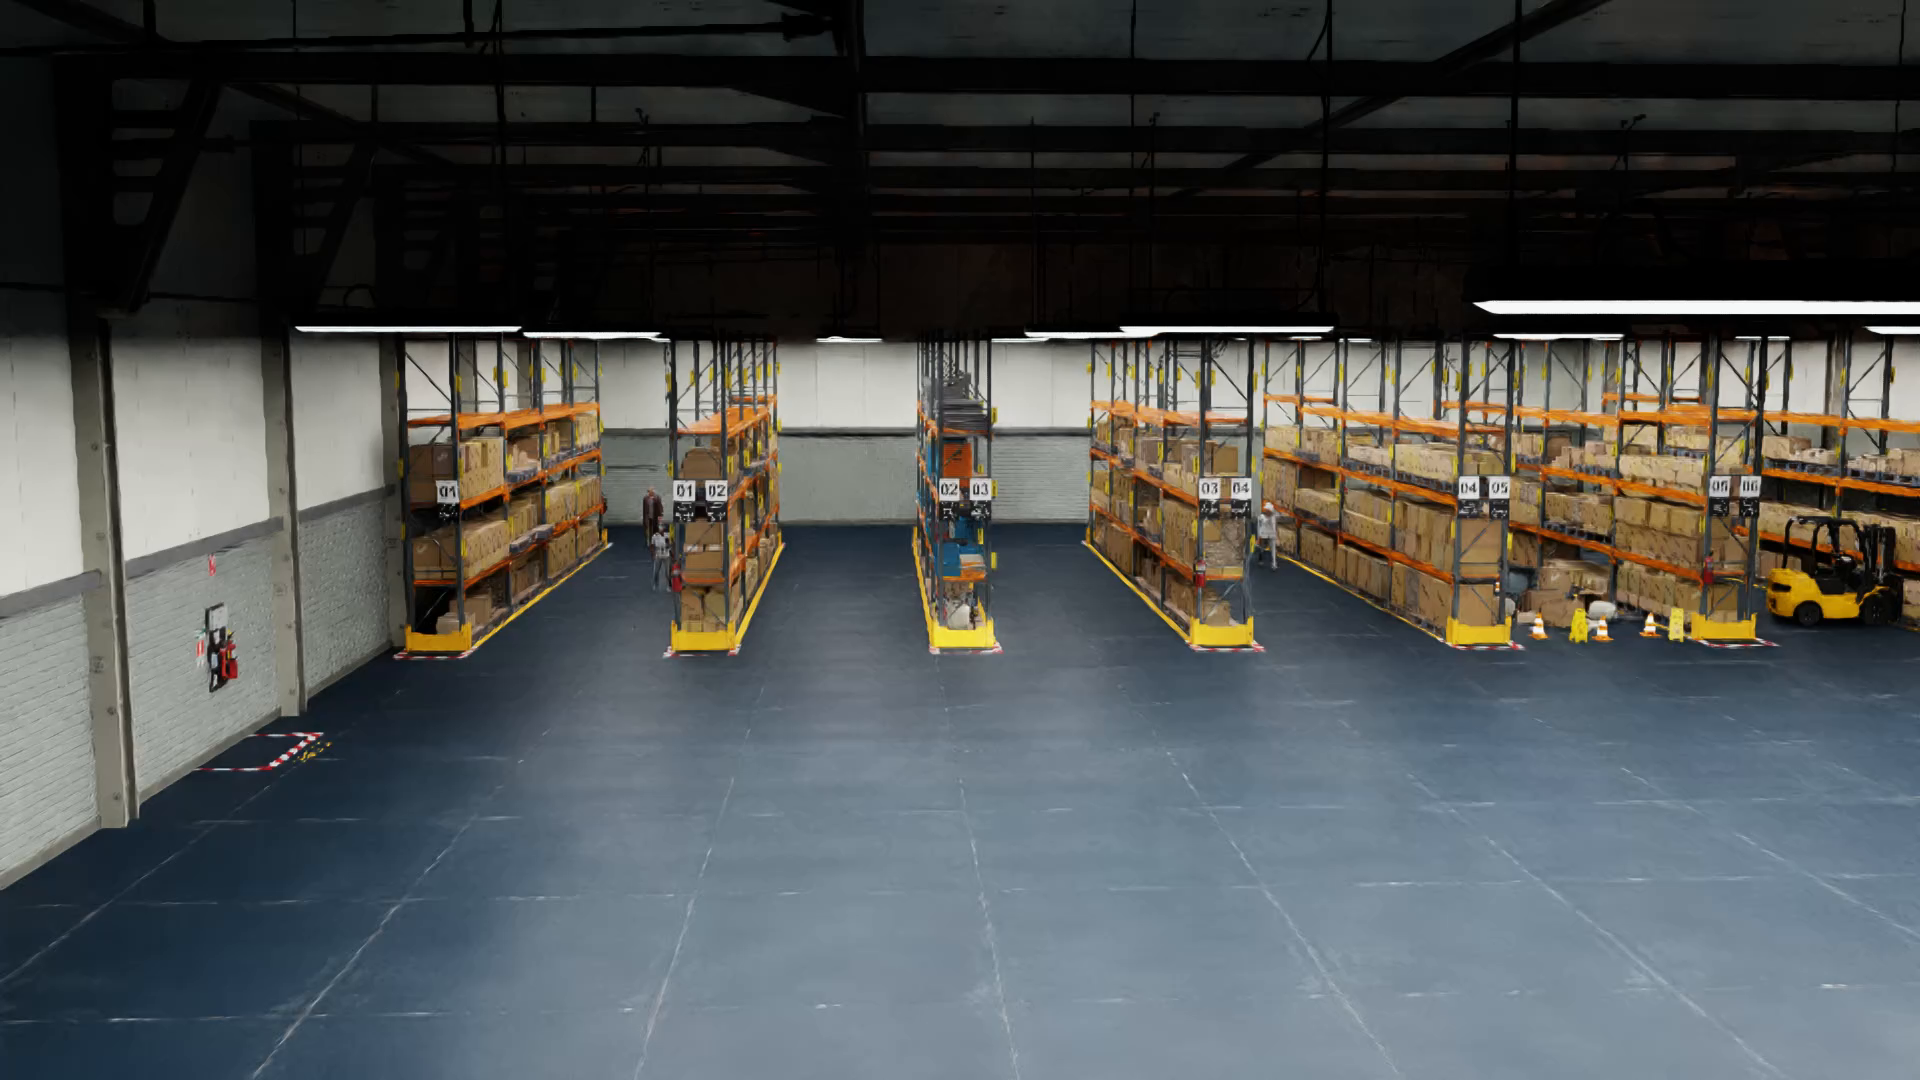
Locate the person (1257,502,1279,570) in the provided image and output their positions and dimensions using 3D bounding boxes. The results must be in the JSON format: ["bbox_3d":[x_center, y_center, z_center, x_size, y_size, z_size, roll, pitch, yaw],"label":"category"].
[{"bbox_3d":[7.828,-0.122,42.380,0.543,1.700,1.115,0,7,-1],"label":"person"}]

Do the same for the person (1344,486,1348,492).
[{"bbox_3d":[10.760,-0.653,46.853,0.677,1.742,0.552,-1,7,-4],"label":"person"}]

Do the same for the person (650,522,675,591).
[{"bbox_3d":[-6.910,0.378,38.594,0.571,1.629,0.526,-1,7,-5],"label":"person"}]

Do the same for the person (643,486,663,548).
[{"bbox_3d":[-8.688,-0.549,46.972,0.600,1.482,1.111,0,7,-4],"label":"person"}]
